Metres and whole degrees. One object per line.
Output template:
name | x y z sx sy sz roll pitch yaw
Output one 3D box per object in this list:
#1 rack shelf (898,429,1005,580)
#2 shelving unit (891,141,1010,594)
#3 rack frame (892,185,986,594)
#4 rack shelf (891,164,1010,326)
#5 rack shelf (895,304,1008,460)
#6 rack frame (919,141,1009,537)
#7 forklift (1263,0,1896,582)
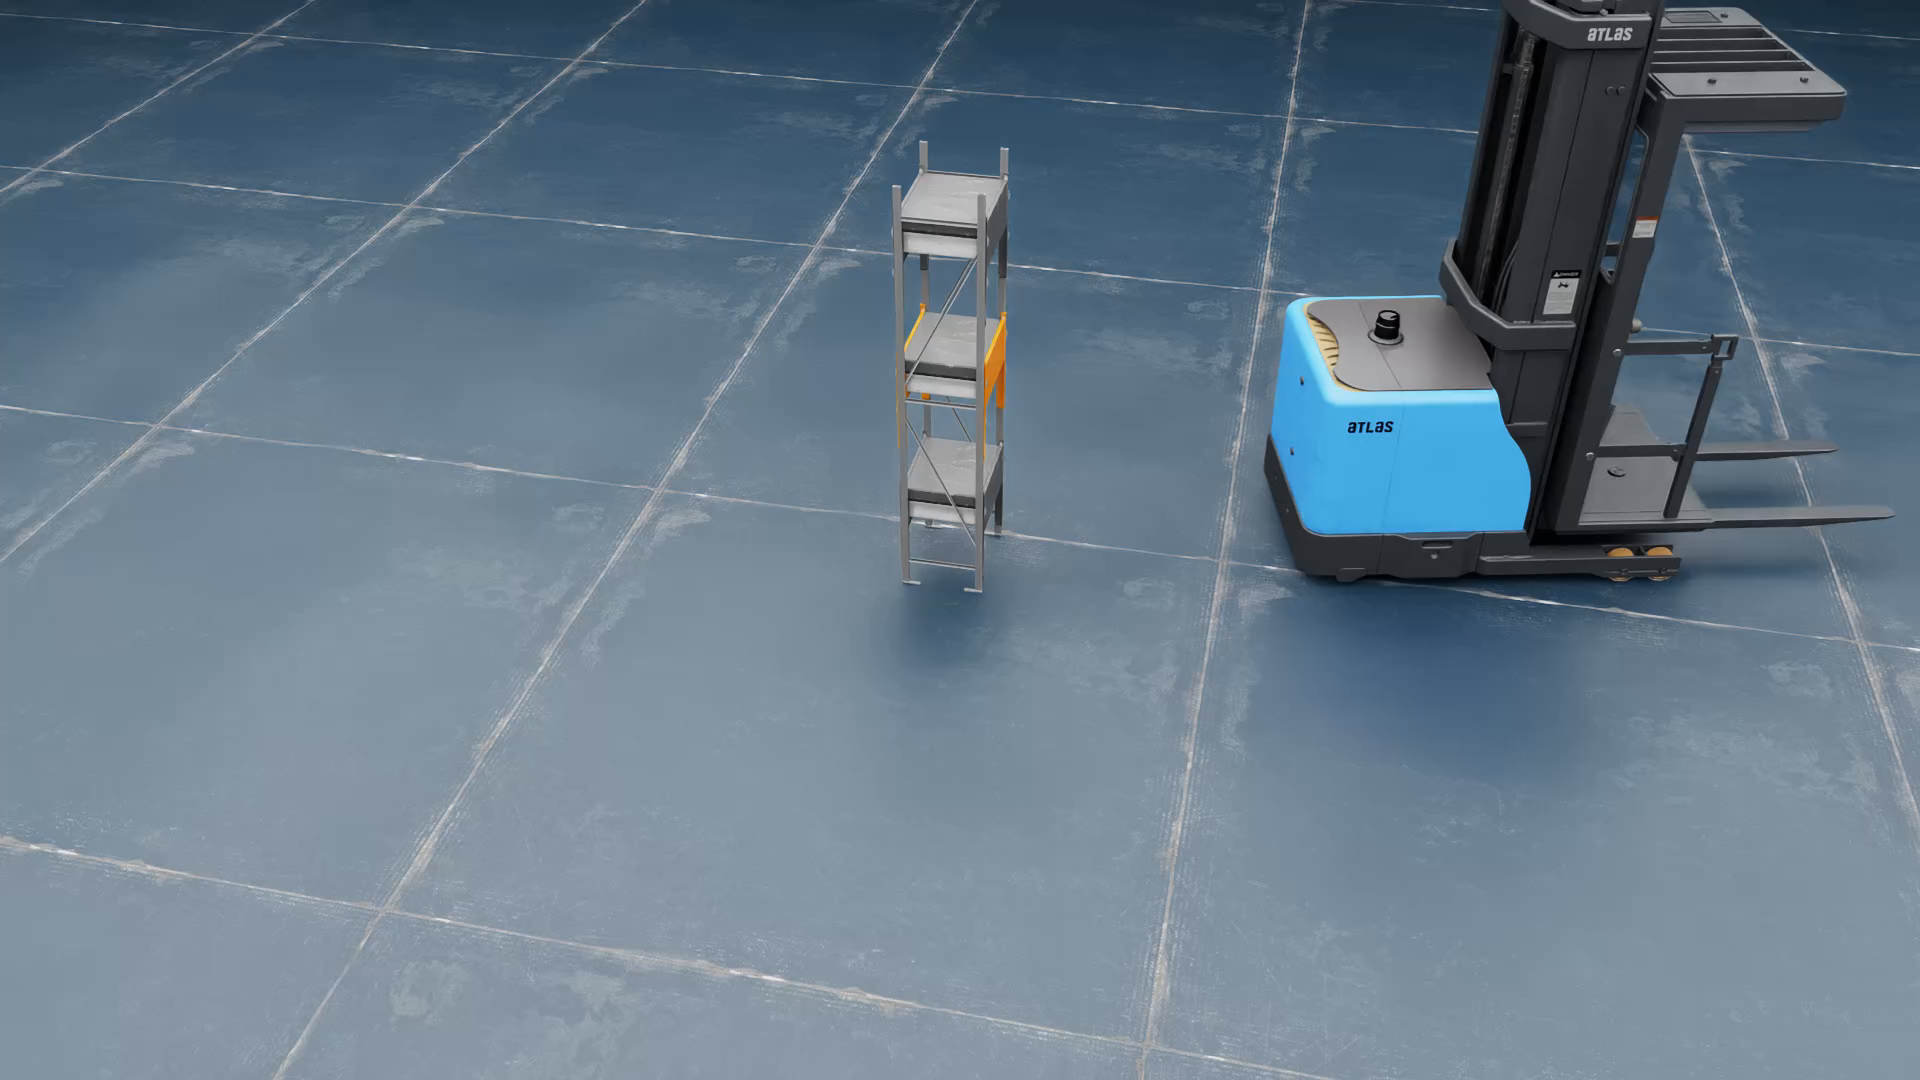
rack shelf | -0.035 -0.177 8.192 0.431 0.518 0.480 7 37 10
shelving unit | -0.035 -0.755 7.773 0.431 2.100 0.503 7 37 10
rack frame | -0.087 -0.615 7.580 0.400 2.100 0.015 7 37 10
rack shelf | -0.035 -1.311 7.370 0.431 0.518 0.480 7 37 10
rack shelf | -0.035 -0.744 7.781 0.431 0.518 0.480 7 37 10
rack frame | 0.017 -0.895 7.966 0.400 2.100 0.015 7 37 10
forklift | 3.159 -1.292 7.805 3.031 2.935 1.130 -1 36 -2
